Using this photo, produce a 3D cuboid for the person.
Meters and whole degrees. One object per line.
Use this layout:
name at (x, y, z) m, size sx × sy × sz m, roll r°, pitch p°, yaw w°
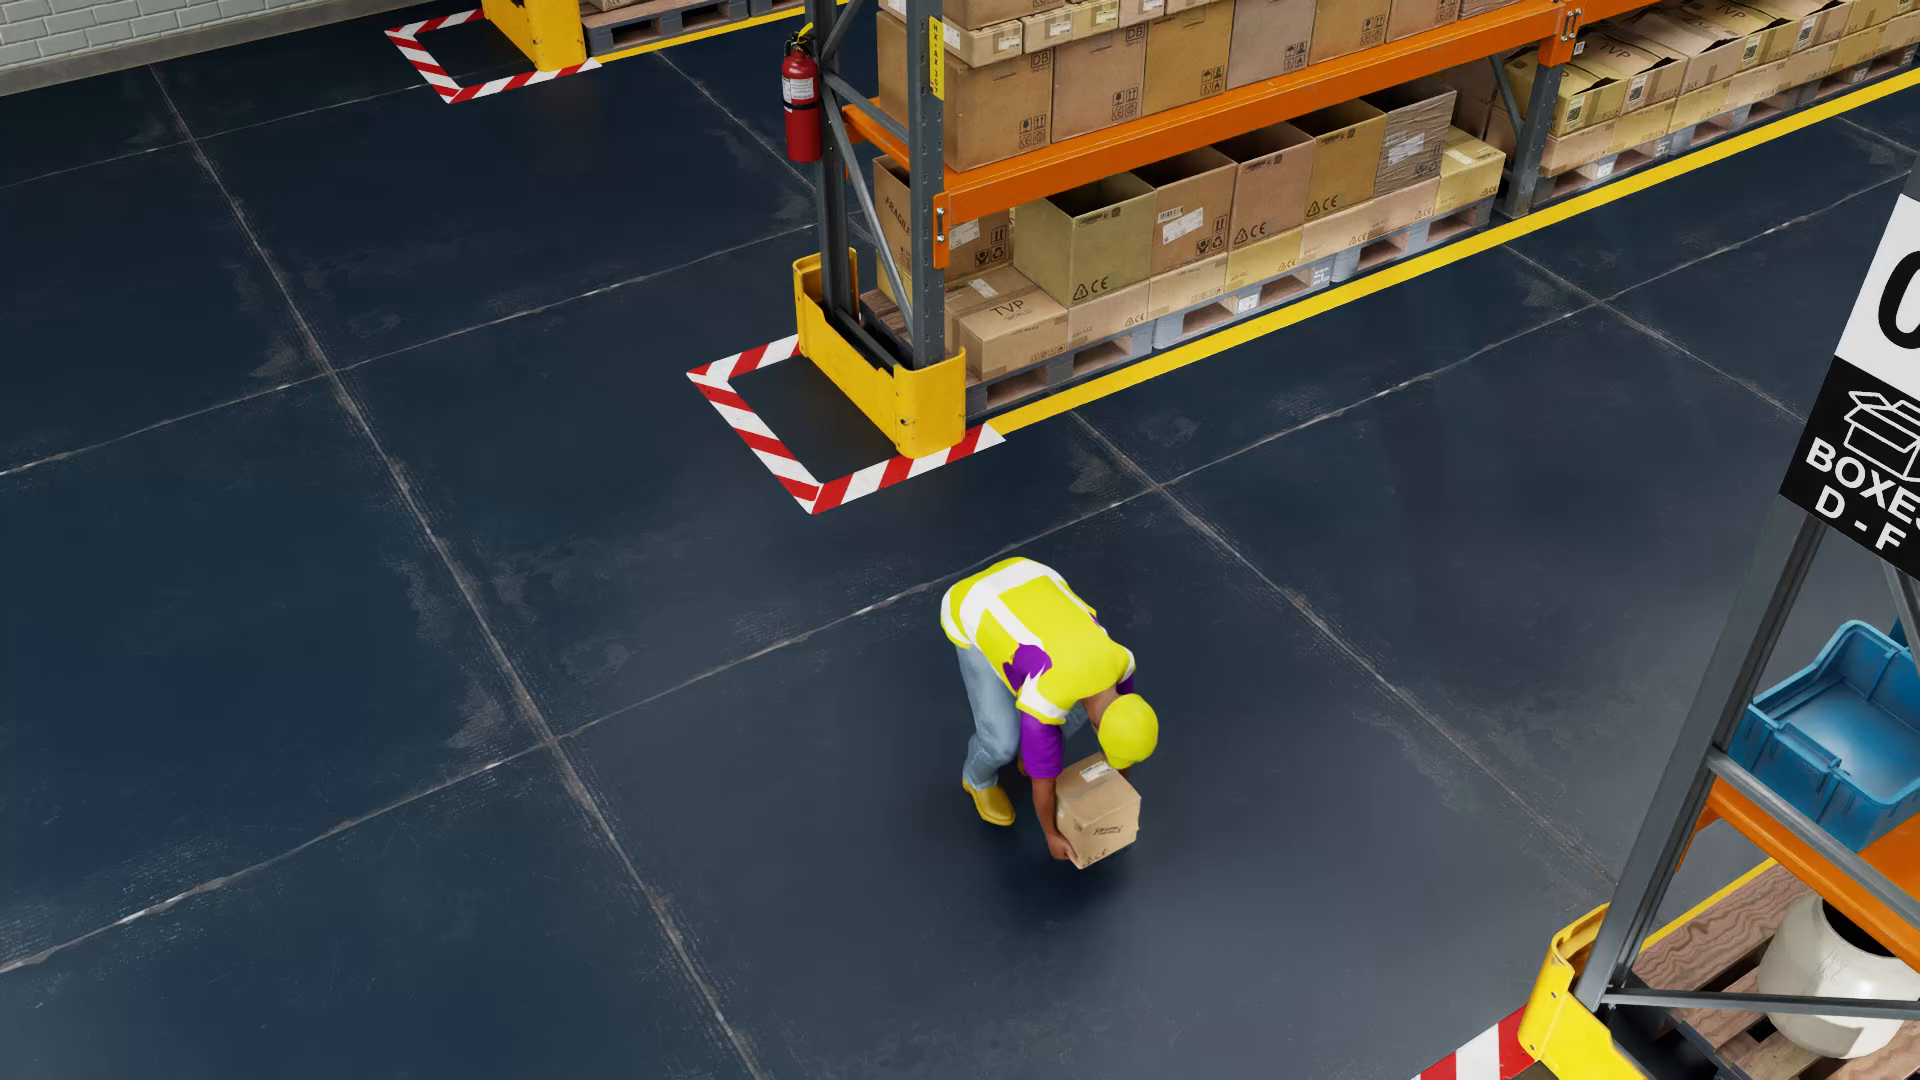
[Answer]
person at (0.338, 0.653, 5.929) m, size 0.495 × 1.043 × 0.980 m, roll -25°, pitch 46°, yaw -26°
